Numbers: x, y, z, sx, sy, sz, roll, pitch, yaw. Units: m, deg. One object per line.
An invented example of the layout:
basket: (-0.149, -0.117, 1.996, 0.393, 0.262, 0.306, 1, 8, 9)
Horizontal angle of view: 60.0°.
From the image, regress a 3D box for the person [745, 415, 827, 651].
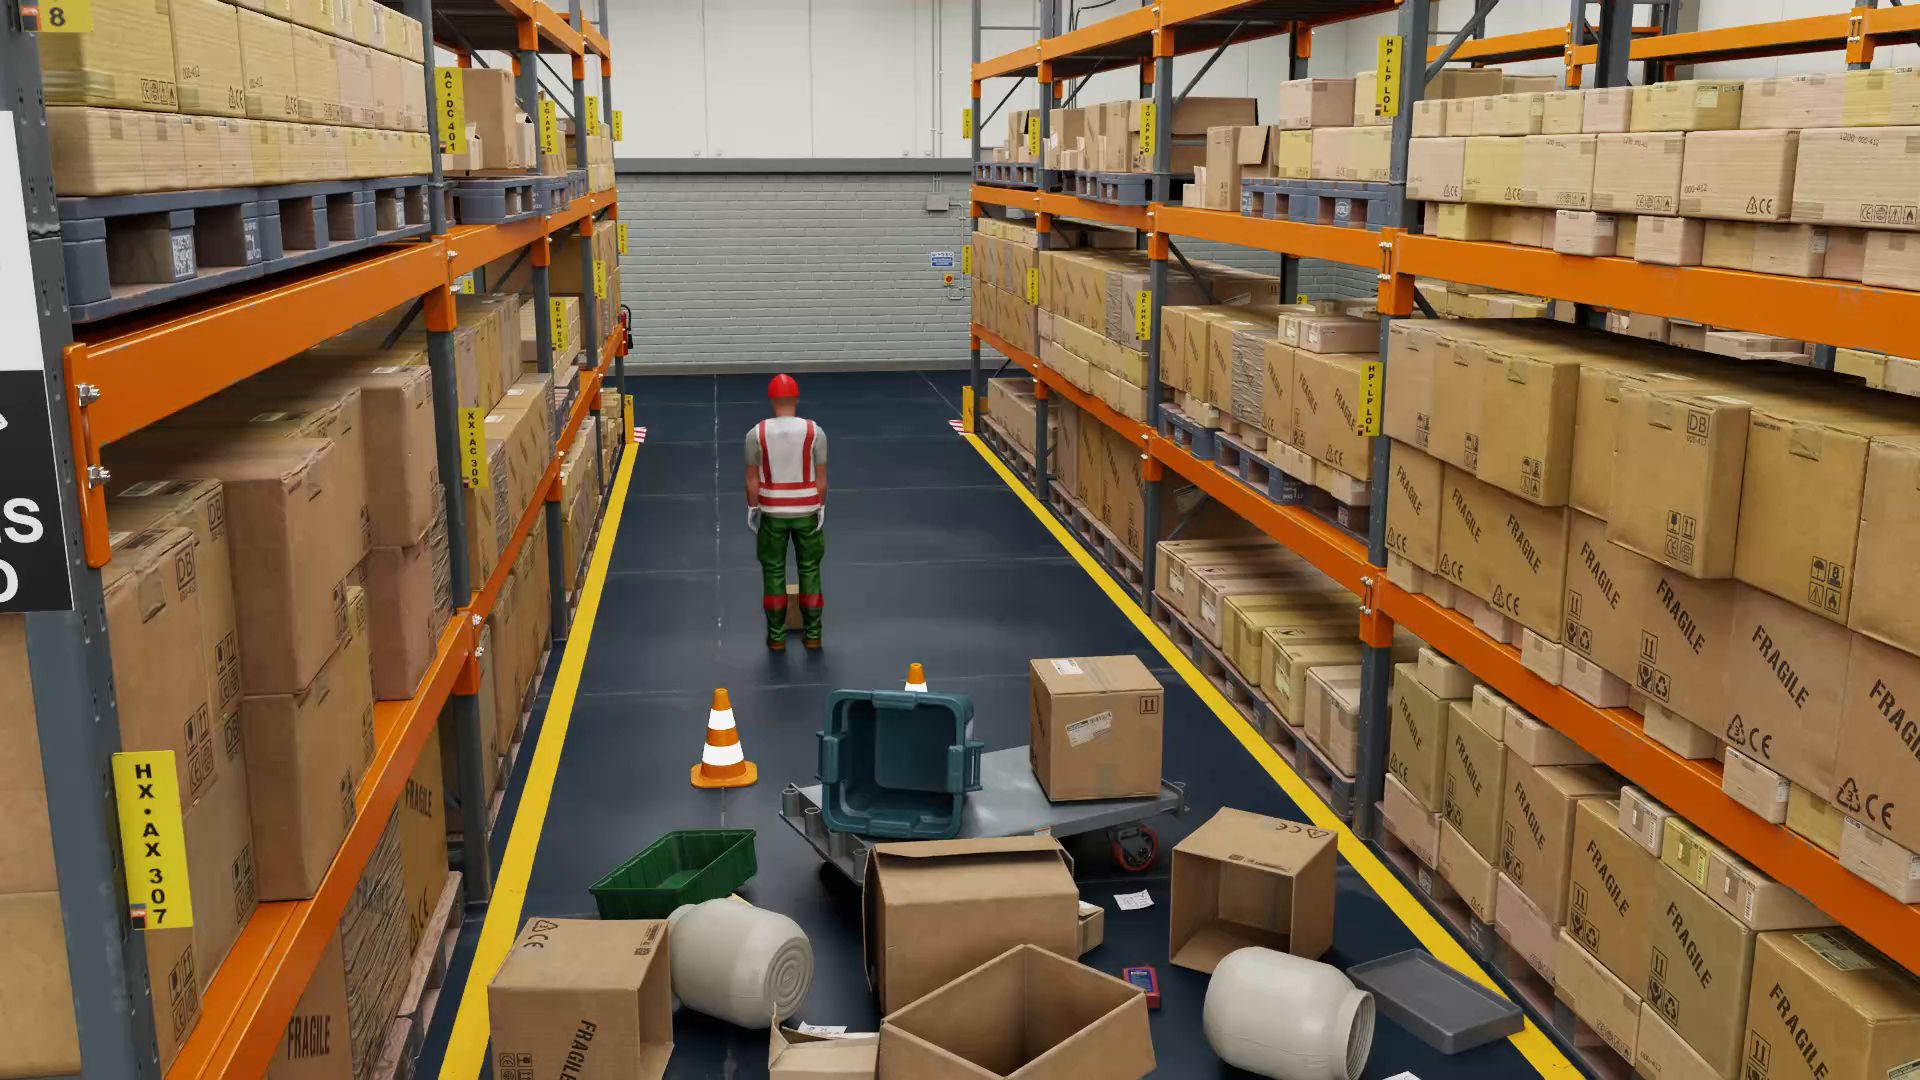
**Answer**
person: (-1.112, -0.059, 10.736, 0.527, 1.537, 0.345, -2, 13, -7)
